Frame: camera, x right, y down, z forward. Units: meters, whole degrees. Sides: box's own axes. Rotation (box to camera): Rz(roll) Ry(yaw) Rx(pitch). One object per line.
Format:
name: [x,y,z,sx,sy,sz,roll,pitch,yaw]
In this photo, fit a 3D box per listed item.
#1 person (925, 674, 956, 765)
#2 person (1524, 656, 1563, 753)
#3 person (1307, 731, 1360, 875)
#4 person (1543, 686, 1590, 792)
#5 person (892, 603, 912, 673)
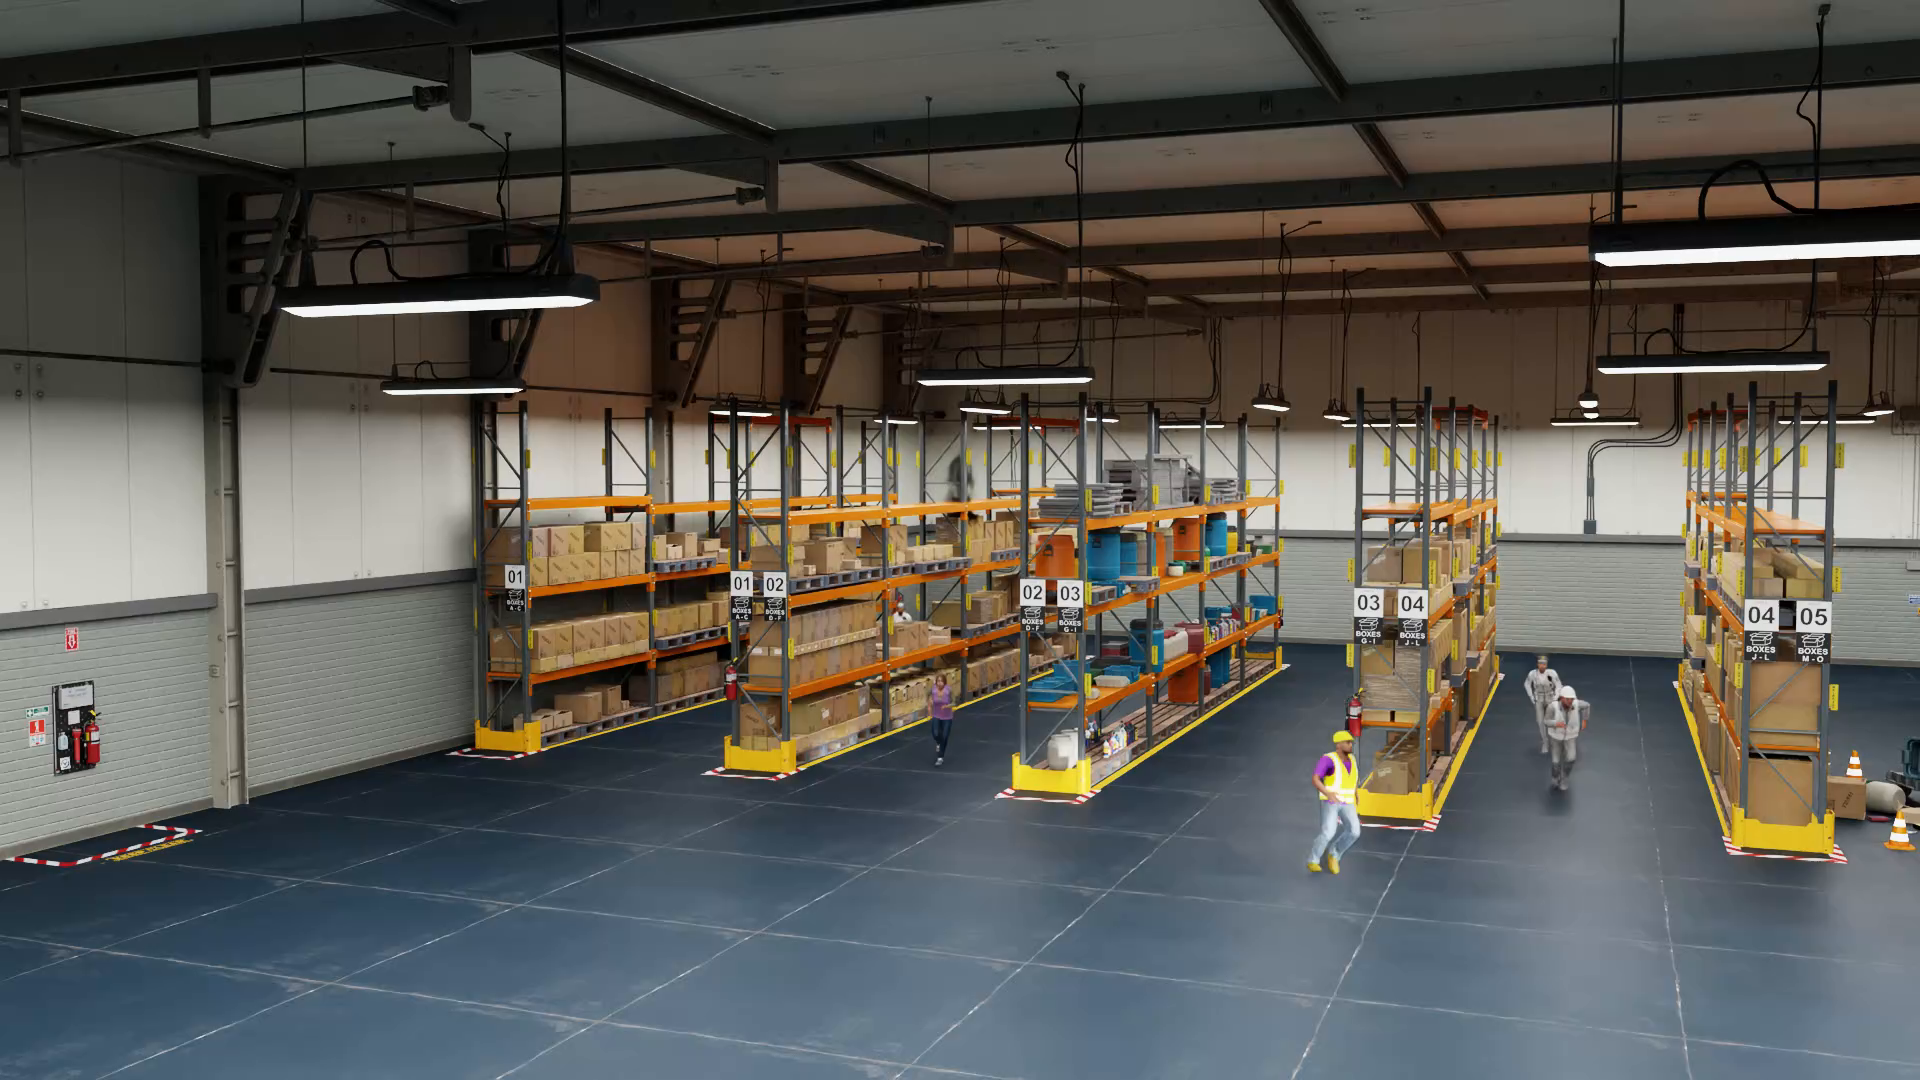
person: [-0.323,2.928,27.125,0.525,1.526,0.661,0,3,3]
person: [10.064,2.811,28.706,0.622,1.669,0.919,1,3,16]
person: [4.587,3.167,20.064,0.765,1.713,0.608,-1,3,-25]
person: [9.102,2.974,24.986,0.692,1.638,0.951,0,3,10]
person: [-1.363,2.291,39.299,0.592,1.639,0.762,1,3,13]
